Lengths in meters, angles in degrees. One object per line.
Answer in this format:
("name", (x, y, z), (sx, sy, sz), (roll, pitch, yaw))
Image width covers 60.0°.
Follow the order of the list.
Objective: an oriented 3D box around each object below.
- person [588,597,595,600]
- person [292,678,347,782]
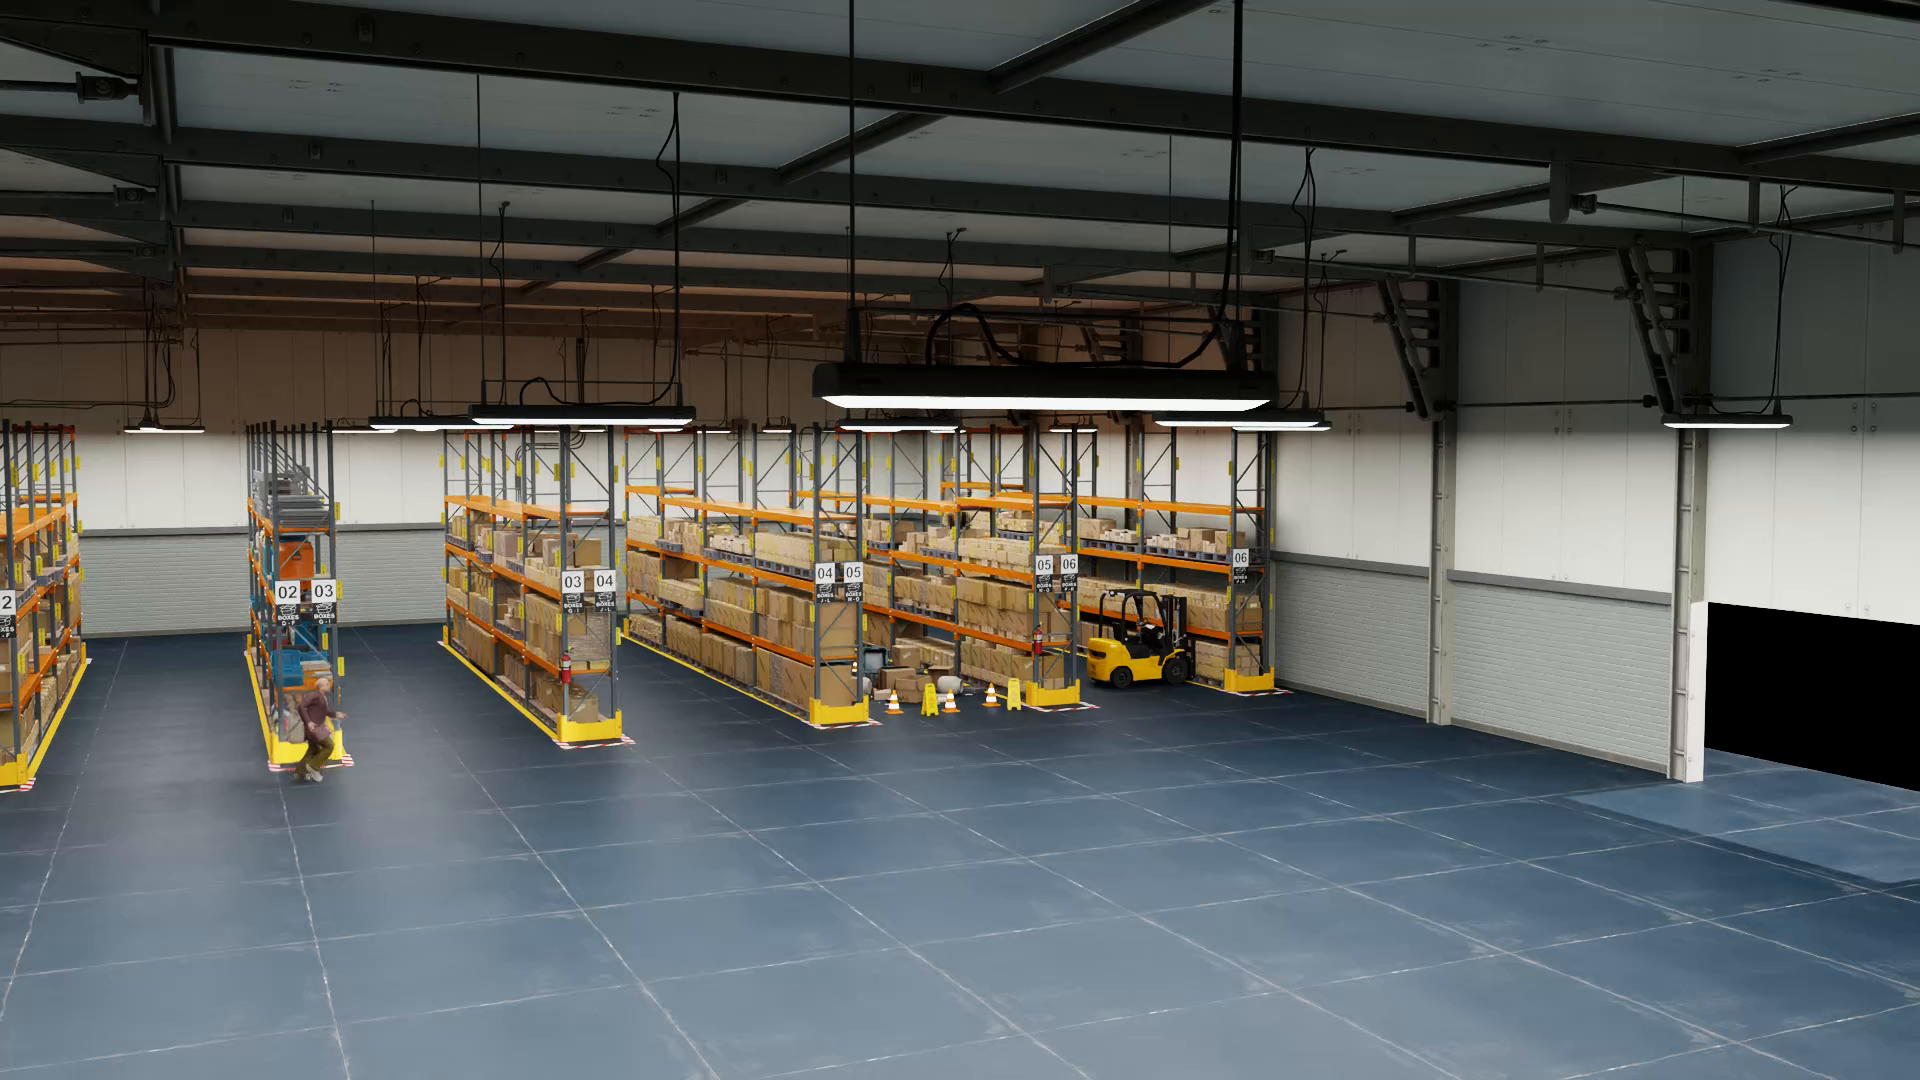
("person", (-10.536, 1.872, 47.791), (0.739, 1.748, 0.620), (1, 4, 19))
("person", (-10.664, 3.150, 27.564), (0.877, 1.730, 0.743), (0, 4, -5))
